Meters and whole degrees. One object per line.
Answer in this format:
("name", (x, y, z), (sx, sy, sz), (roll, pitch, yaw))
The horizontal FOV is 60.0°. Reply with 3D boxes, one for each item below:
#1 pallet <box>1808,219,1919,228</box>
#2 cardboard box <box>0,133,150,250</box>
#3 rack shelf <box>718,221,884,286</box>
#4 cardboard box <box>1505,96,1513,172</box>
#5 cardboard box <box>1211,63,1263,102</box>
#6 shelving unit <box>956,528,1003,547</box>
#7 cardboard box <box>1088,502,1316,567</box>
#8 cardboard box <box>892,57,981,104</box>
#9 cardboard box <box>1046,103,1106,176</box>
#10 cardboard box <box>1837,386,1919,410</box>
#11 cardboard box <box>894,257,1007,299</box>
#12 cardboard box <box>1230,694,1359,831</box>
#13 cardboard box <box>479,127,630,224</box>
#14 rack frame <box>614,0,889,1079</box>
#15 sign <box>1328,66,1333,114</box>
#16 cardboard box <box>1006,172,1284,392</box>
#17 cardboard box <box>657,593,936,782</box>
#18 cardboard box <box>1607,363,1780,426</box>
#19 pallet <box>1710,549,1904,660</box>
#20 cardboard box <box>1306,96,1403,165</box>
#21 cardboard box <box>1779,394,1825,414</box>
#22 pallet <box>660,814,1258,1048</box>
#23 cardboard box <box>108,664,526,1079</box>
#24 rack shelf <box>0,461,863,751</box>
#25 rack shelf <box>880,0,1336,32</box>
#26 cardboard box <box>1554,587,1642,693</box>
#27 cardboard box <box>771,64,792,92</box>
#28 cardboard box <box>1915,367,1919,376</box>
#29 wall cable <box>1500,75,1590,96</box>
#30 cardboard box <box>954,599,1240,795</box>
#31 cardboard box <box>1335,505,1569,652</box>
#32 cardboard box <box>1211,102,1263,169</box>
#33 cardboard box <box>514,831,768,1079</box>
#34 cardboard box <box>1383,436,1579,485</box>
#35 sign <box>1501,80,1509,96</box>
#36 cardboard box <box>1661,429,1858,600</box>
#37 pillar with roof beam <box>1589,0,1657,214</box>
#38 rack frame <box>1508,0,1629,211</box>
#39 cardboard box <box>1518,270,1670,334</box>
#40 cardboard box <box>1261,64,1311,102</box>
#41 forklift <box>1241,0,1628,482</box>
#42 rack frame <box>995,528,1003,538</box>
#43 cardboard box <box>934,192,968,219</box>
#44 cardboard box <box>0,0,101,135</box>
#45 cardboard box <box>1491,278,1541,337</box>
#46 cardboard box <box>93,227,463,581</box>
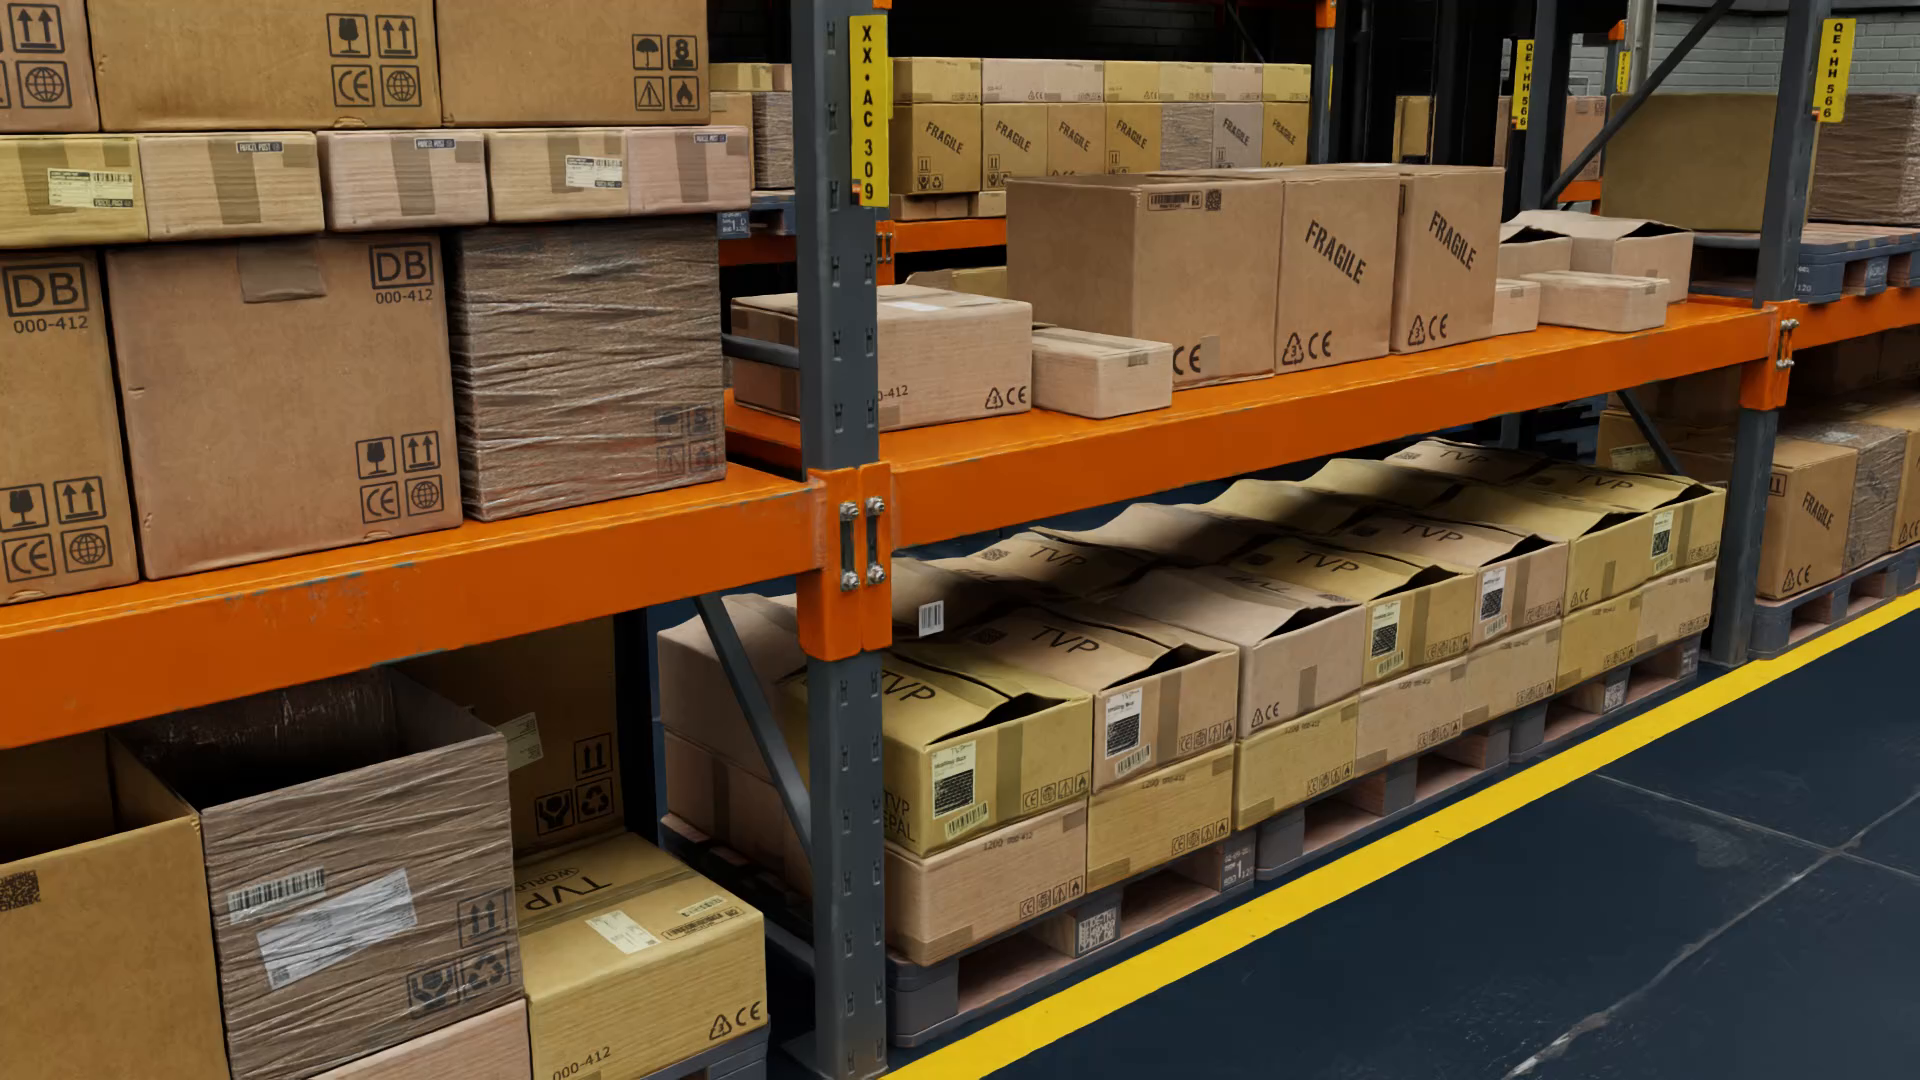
("pallet", (3.956, -1.321, 7.256), (1.213, 0.211, 1.003), (-13, 19, -39))
("cardboard box", (-1.359, -0.508, 2.389), (0.250, 0.149, 0.380), (-13, 20, -40))
("rack shelf", (-2.272, -1.361, 8.427), (4.000, 0.370, 1.077), (-13, 19, -39))
("cardboard box", (4.353, -3.334, 13.837), (0.700, 0.700, 0.980), (-13, 20, -40))
("cardboard box", (1.678, -3.075, 11.189), (0.500, 0.250, 0.500), (-12, 19, -38))
("shelving unit", (0.040, -0.516, 7.648), (0.252, 1.050, 0.215), (-13, 19, -39))
("cardboard box", (0.740, 0.066, 5.117), (0.500, 0.311, 0.500), (-13, 20, -40))
("cardboard box", (-0.229, -2.643, 9.570), (0.500, 0.250, 0.500), (-12, 19, -38))
("cardboard box", (0.548, -2.452, 10.310), (0.500, 0.500, 0.500), (-13, 20, -40))
("cardboard box", (4.186, -0.373, 7.326), (0.500, 0.500, 0.500), (-14, 20, -41))
("cardboard box", (-0.122, -1.311, 10.197), (0.750, 0.750, 0.750), (-13, 20, -40))
("cardboard box", (0.717, 0.525, 4.488), (0.500, 0.250, 0.500), (-13, 20, -41))
("cardboard box", (-0.778, -0.639, 2.877), (0.250, 0.149, 0.380), (-13, 20, -41))
("rack frame", (-0.526, -0.406, 3.458), (0.127, 3.000, 1.000), (-13, 19, -39))
("sign", (2.618, -3.142, 11.611), (0.005, 0.325, 0.100), (-13, 19, -39))
("cardboard box", (0.462, -0.671, 4.254), (0.500, 0.500, 0.500), (-11, 18, -35))
("cardboard box", (-0.408, 0.324, 4.152), (0.500, 0.311, 0.500), (-13, 19, -39))
("cardboard box", (3.083, -0.665, 6.967), (0.500, 0.250, 0.500), (-12, 19, -37))
("pallet", (3.080, 0.144, 6.801), (1.213, 0.211, 1.003), (-13, 19, -39))
("cardboard box", (2.675, -2.959, 12.433), (0.700, 0.700, 0.980), (-12, 19, -39))
("cardboard box", (3.434, -0.380, 7.353), (0.500, 0.500, 0.500), (-14, 20, -41))
("pallet", (0.005, 0.809, 4.313), (1.213, 0.211, 1.003), (-13, 19, -39))
("cardboard box", (-1.117, 0.561, 2.900), (0.500, 0.500, 0.500), (-13, 19, -39))
("rack shelf", (-2.034, 0.280, 2.282), (4.000, 0.370, 1.077), (-13, 19, -39))
("rack shelf", (0.746, -3.488, 10.577), (4.000, 0.370, 1.077), (-13, 19, -39))
("cardboard box", (1.869, 0.266, 5.454), (0.500, 0.250, 0.500), (-13, 20, -40))
("cardboard box", (-1.003, -2.557, 9.209), (0.380, 0.149, 0.250), (13, 20, 40))
("cardboard box", (4.589, -0.639, 8.322), (0.500, 0.500, 0.500), (-12, 19, -39))
("wall cable", (5.617, -4.295, 16.047), (1.851, 1.984, 0.084), (-13, 19, -39))
("cardboard box", (0.331, 0.343, 4.080), (0.500, 0.311, 0.500), (-13, 20, -40))
("cardboard box", (1.488, 0.082, 5.059), (0.500, 0.311, 0.500), (-13, 20, -40))
("cardboard box", (1.694, -2.711, 11.278), (0.500, 0.500, 0.500), (-12, 19, -39))
("cardboard box", (-0.732, 0.841, 3.305), (0.500, 0.250, 0.500), (-13, 19, -39))
("cardboard box", (1.904, -0.198, 6.105), (0.500, 0.311, 0.500), (-12, 19, -38))
("sign", (4.913, -3.968, 14.963), (0.005, 0.325, 0.100), (-13, 19, -39))
("cardboard box", (3.023, -0.110, 6.341), (0.500, 0.500, 0.500), (-12, 19, -37))
("pillar with roof beam", (9.567, -6.089, 13.107), (0.400, 9.000, 9.100), (-13, 19, -39))
("rack frame", (5.272, -3.403, 14.676), (0.127, 3.000, 1.000), (-13, 19, -39))
("cardboard box", (1.995, -0.756, 5.255), (0.250, 0.149, 0.380), (-13, 19, -39))
("cardboard box", (2.070, -3.160, 11.506), (0.500, 0.250, 0.500), (-12, 19, -38))
("forklift", (2.804, -1.874, 9.084), (3.031, 2.935, 1.130), (-9, 18, -31))
("rack frame", (0.132, -0.537, 7.726), (0.008, 1.050, 0.200), (-13, 19, -39))
("cardboard box", (-0.167, -1.987, 9.826), (0.250, 0.149, 0.380), (-12, 19, -39))
("cardboard box", (-1.615, -0.834, 2.353), (0.500, 0.500, 0.700), (-13, 20, -39))
("cardboard box", (1.567, -0.735, 5.177), (0.250, 0.149, 0.380), (-11, 18, -35))
("cardboard box", (-1.250, -0.287, 2.820), (0.500, 0.500, 0.700), (-13, 20, -40))
